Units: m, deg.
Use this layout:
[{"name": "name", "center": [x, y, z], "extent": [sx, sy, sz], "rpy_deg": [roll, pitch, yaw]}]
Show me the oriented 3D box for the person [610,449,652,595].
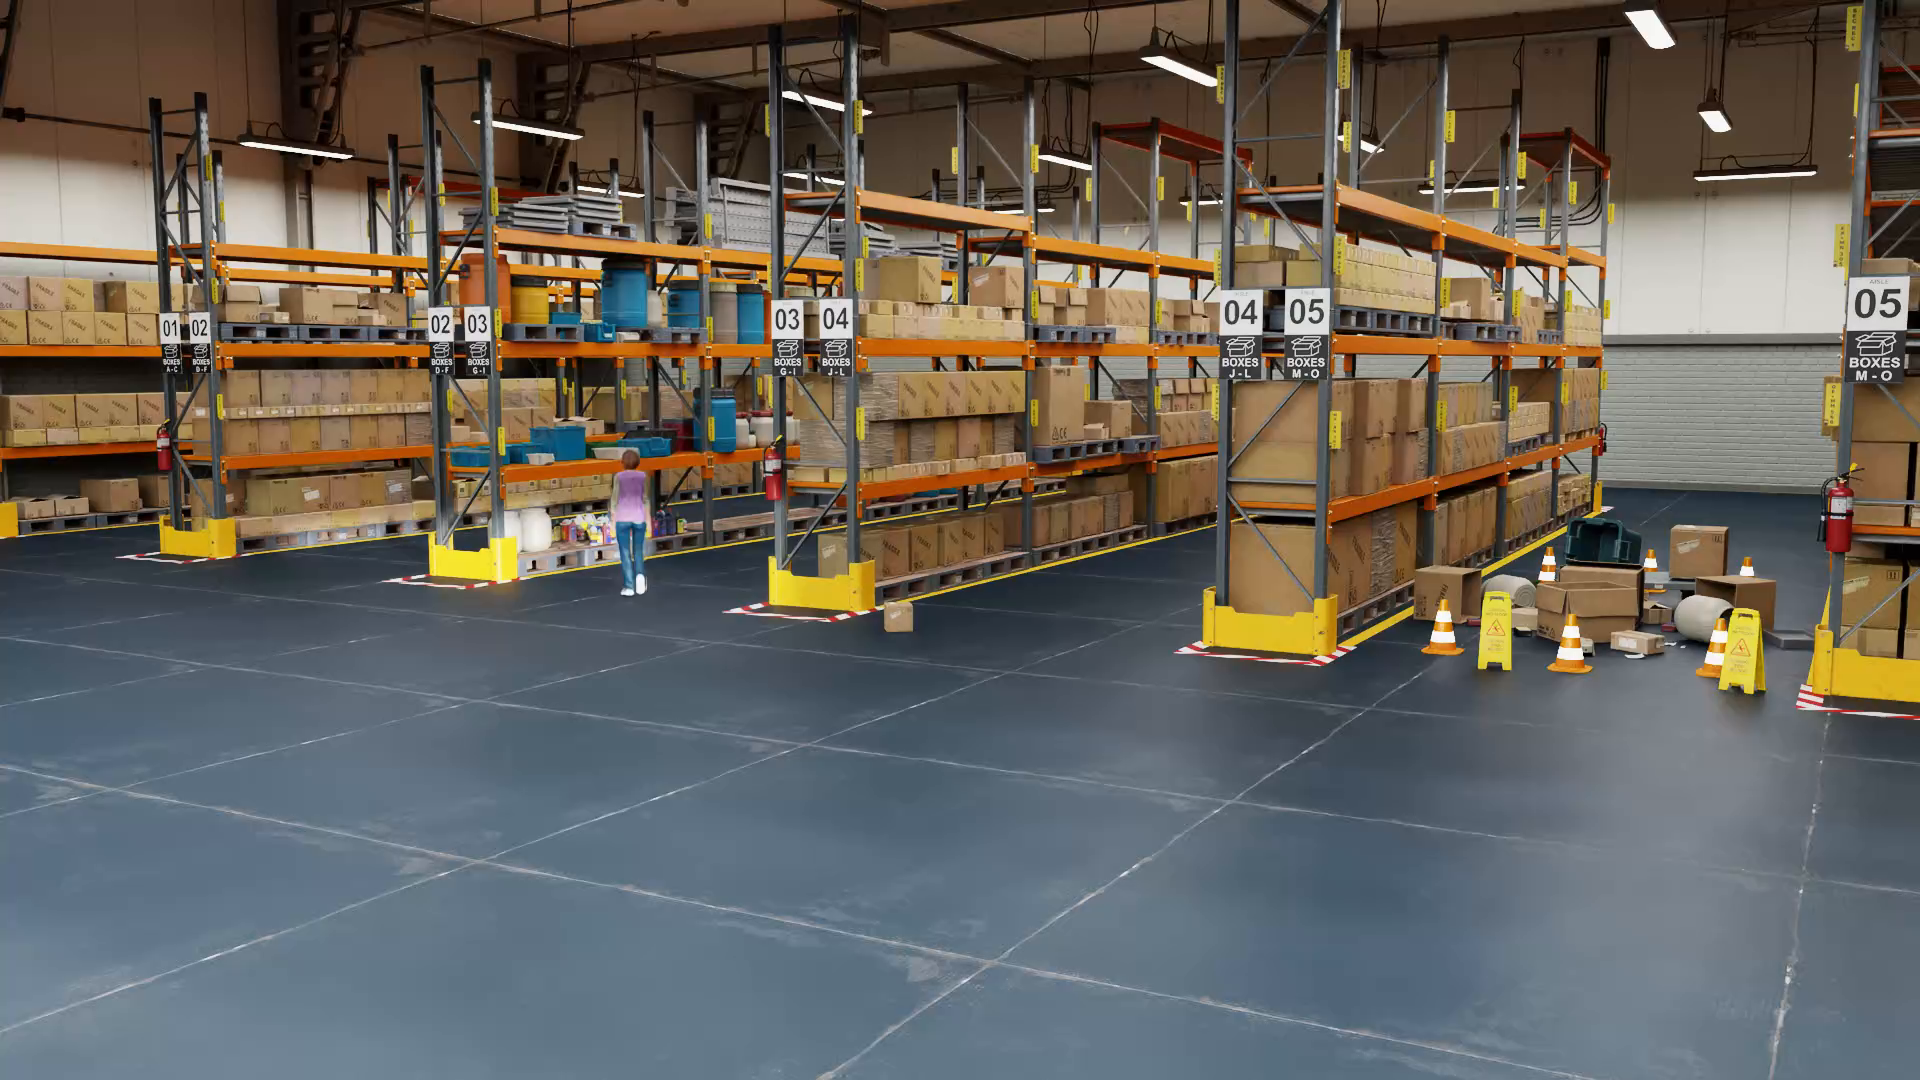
[{"name": "person", "center": [-3.608, -0.196, 18.161], "extent": [0.436, 1.595, 0.406], "rpy_deg": [-3, 7, -28]}]
